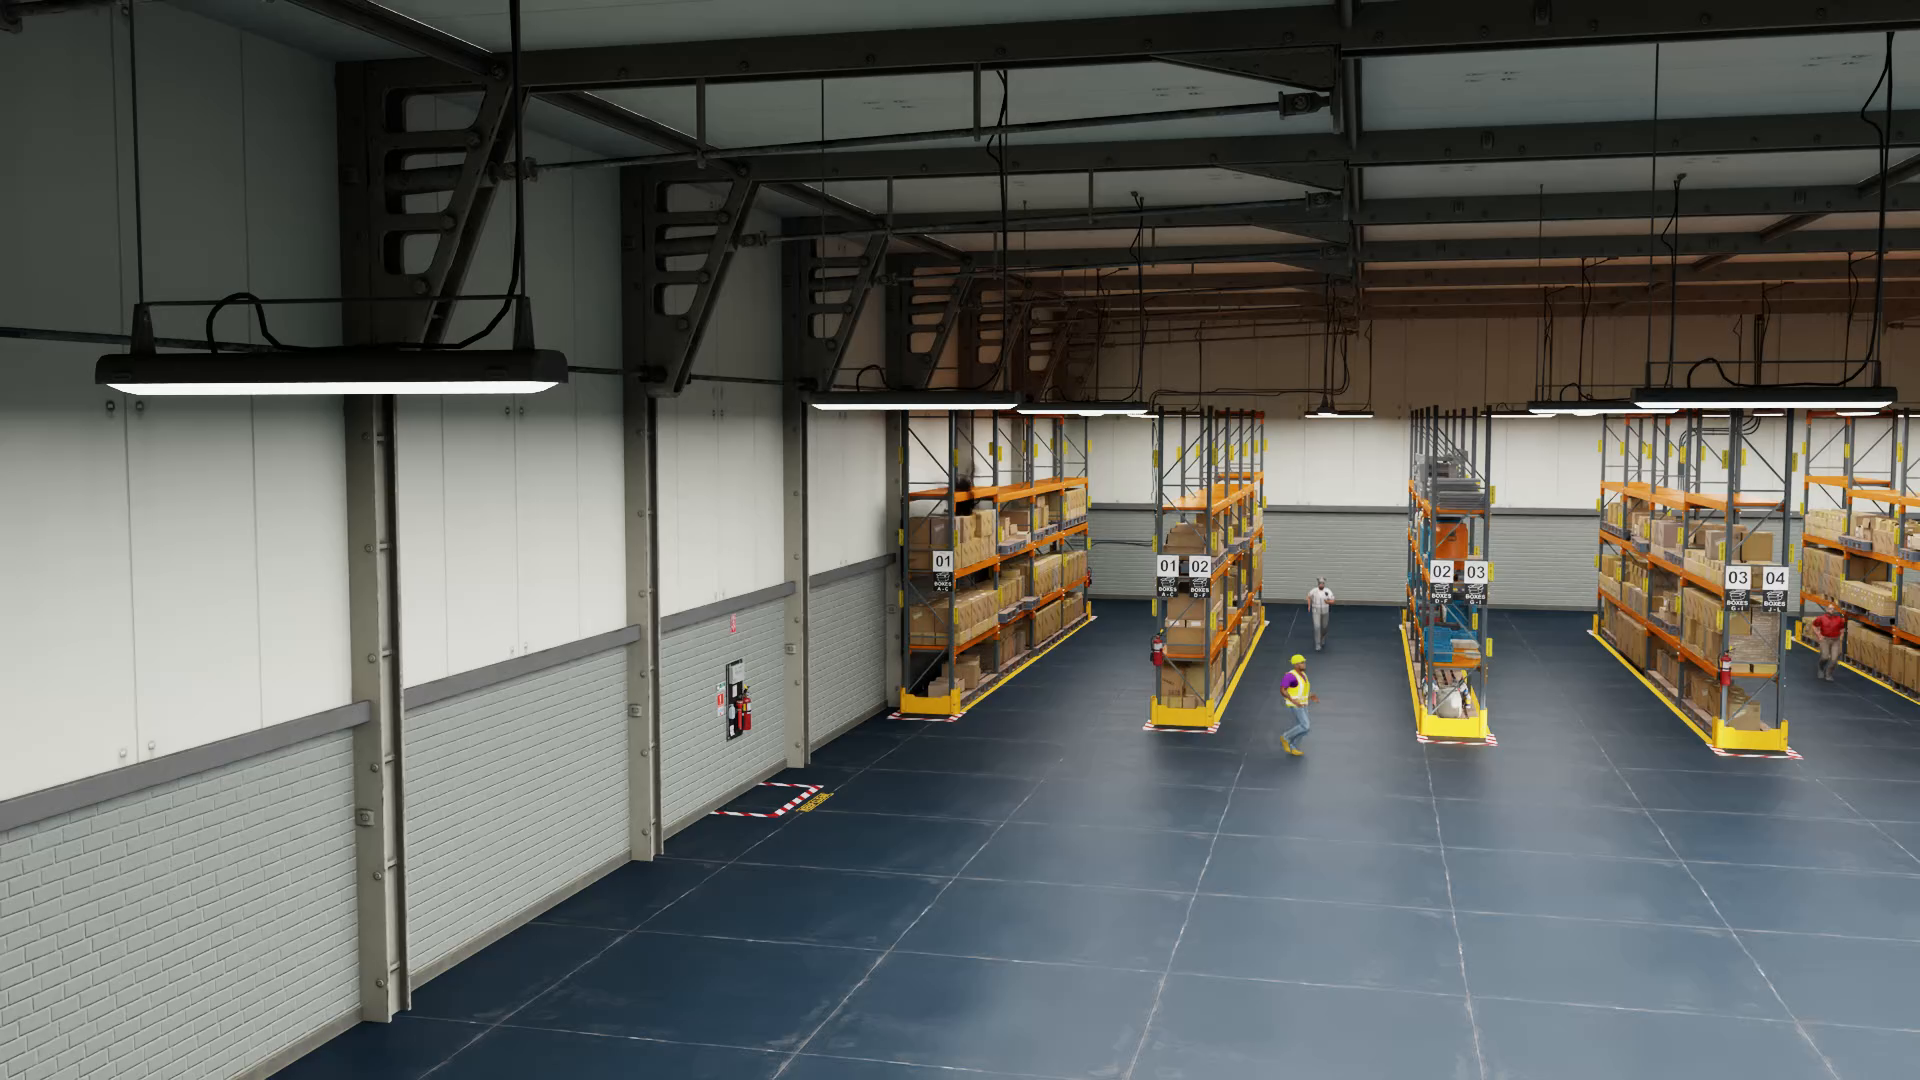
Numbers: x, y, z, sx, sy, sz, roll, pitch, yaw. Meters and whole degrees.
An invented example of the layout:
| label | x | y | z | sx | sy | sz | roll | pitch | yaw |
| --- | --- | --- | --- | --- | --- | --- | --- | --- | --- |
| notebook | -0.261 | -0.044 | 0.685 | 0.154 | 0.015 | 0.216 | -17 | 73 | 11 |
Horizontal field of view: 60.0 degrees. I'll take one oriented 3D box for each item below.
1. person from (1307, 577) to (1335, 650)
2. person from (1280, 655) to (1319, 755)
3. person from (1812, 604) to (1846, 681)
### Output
| label | x | y | z | sx | sy | sz | roll | pitch | yaw |
| --- | --- | --- | --- | --- | --- | --- | --- | --- | --- |
| person | 9.062 | 1.819 | 41.757 | 0.658 | 1.782 | 0.976 | 0 | 4 | 6 |
| person | 5.788 | 2.820 | 28.397 | 0.571 | 1.718 | 0.676 | 3 | 5 | 34 |
| person | 19.120 | 2.255 | 36.537 | 0.653 | 1.679 | 0.605 | 1 | 4 | 13 |
